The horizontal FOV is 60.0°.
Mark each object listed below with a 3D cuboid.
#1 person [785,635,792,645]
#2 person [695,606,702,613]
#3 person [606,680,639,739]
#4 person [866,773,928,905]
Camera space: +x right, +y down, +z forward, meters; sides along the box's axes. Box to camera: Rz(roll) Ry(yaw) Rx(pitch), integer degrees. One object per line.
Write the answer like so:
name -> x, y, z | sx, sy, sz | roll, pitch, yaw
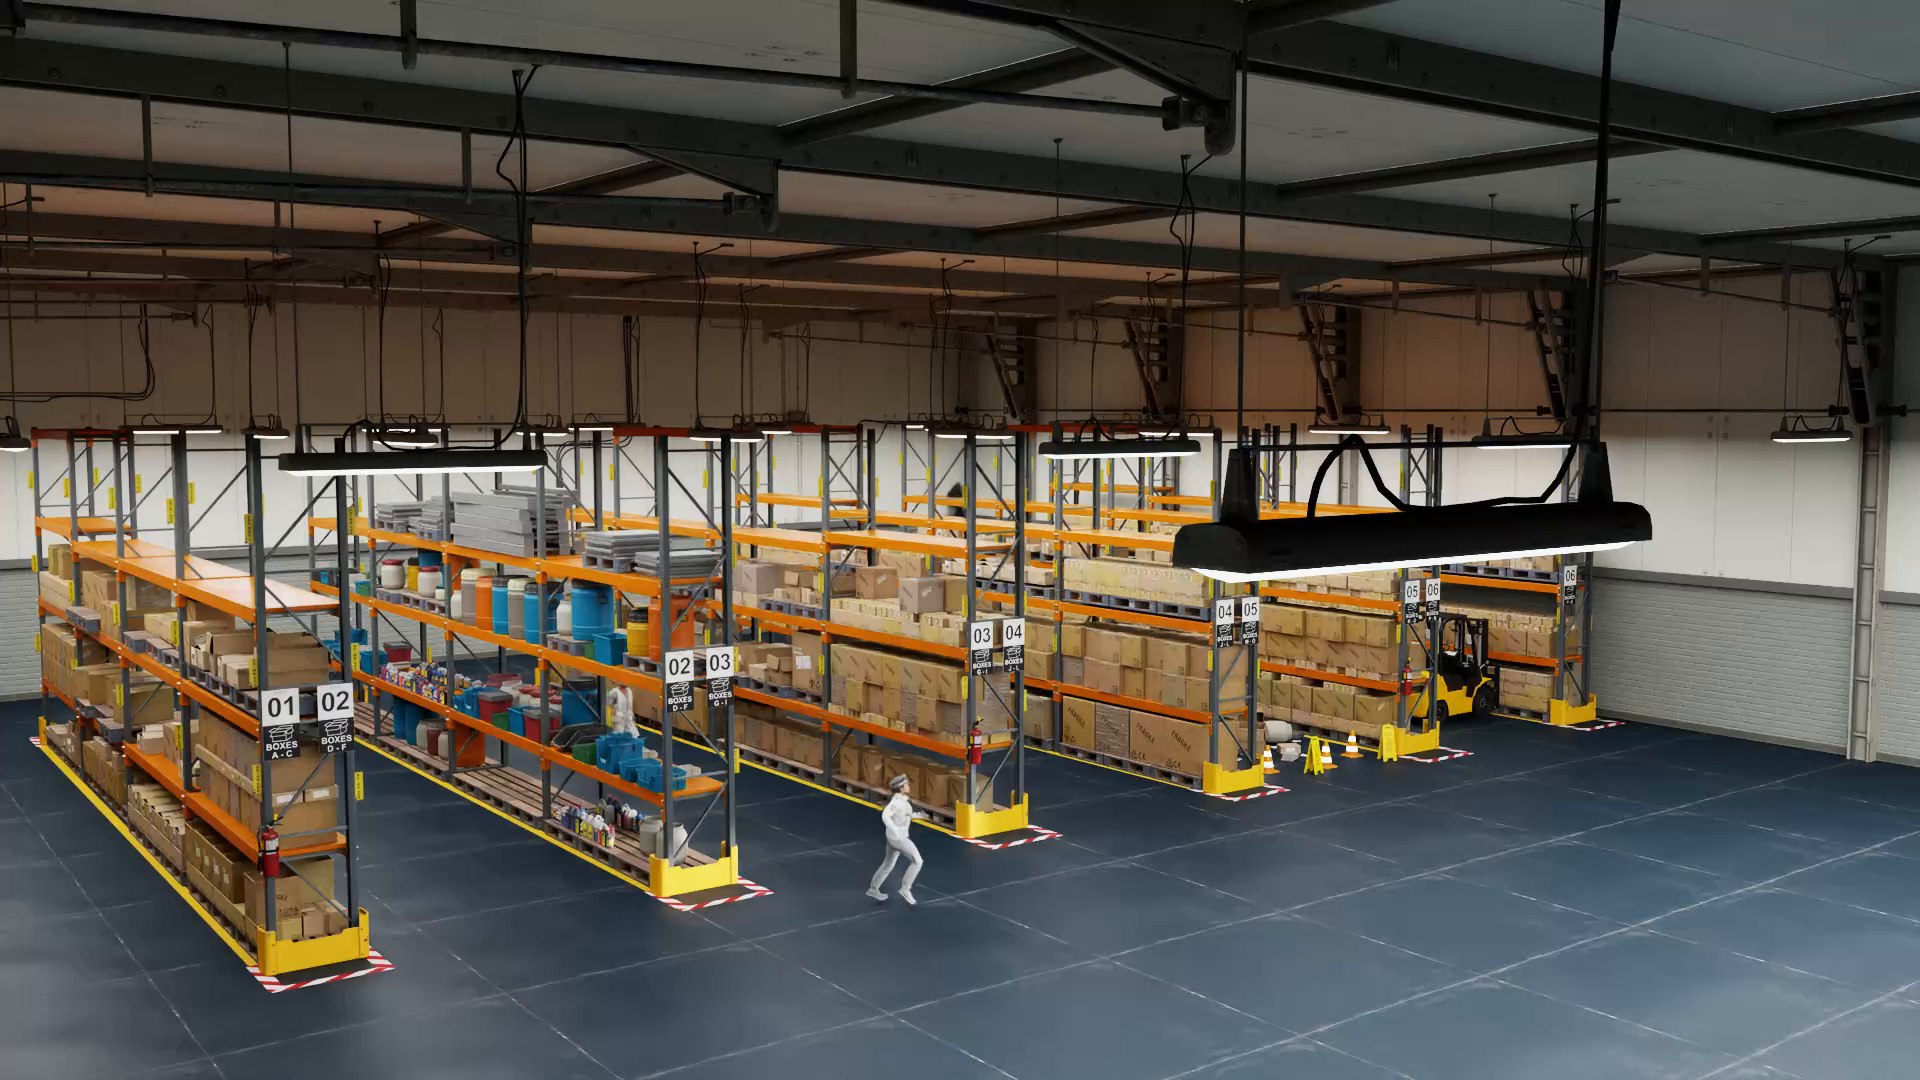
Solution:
person -> -4.206, 2.221, 41.608 | 0.528, 1.699, 0.684 | 2, 5, 23
person -> -6.383, 2.369, 40.579 | 0.561, 1.634, 0.901 | 1, 5, 13
person -> -5.863, 3.174, 29.004 | 0.578, 1.743, 0.659 | 4, 6, 43
person -> -0.788, 3.829, 21.183 | 0.795, 1.714, 0.592 | -1, 5, -8
